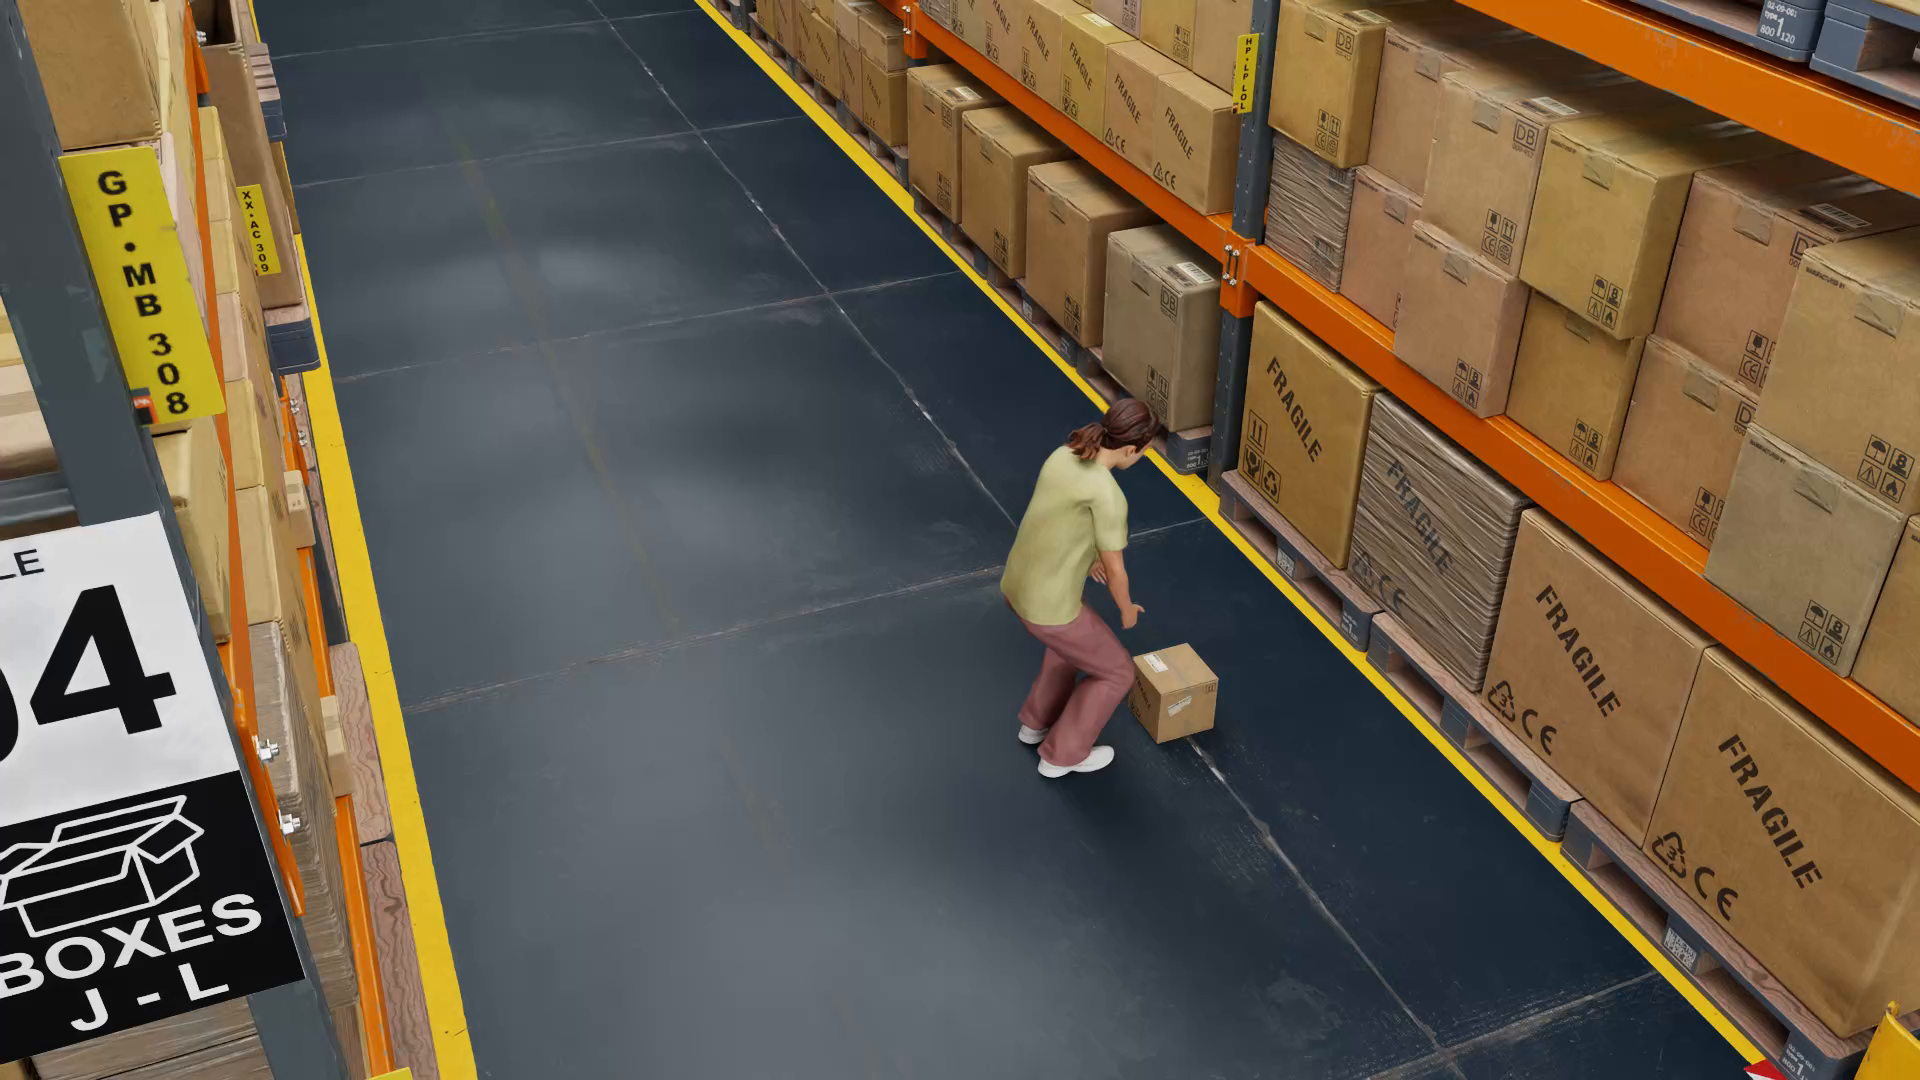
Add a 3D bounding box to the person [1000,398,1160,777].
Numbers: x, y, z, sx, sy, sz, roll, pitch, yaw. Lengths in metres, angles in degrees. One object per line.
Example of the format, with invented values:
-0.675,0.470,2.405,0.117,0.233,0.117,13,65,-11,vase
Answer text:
0.426,0.172,6.077,0.575,1.469,0.504,-13,36,-18,person
